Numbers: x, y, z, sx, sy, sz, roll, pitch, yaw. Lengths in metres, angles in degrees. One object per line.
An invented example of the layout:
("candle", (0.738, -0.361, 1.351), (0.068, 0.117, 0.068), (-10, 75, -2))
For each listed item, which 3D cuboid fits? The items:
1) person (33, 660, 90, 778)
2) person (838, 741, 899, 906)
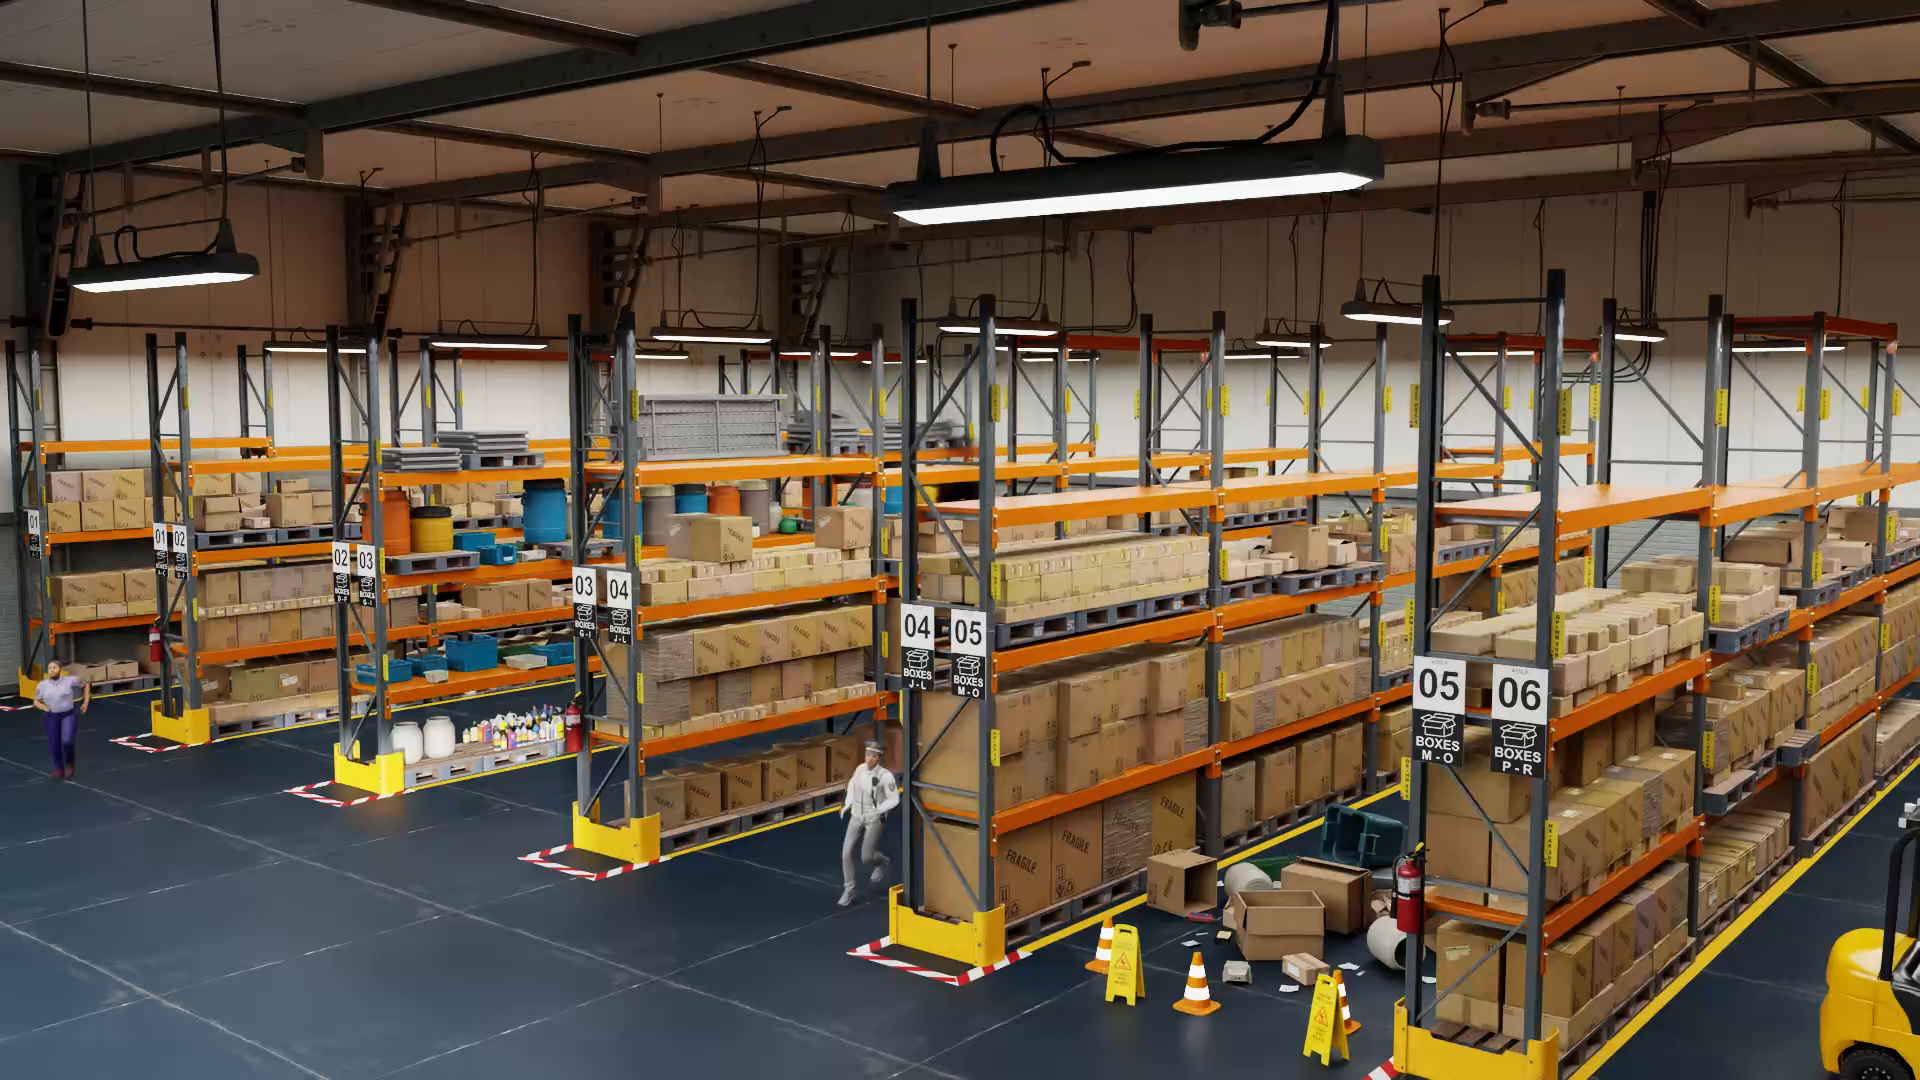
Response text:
("person", (-11.868, 2.371, 21.973), (0.621, 1.599, 0.800), (-2, 5, -17))
("person", (-0.895, 2.844, 16.892), (0.657, 1.686, 0.771), (3, 6, 30))
